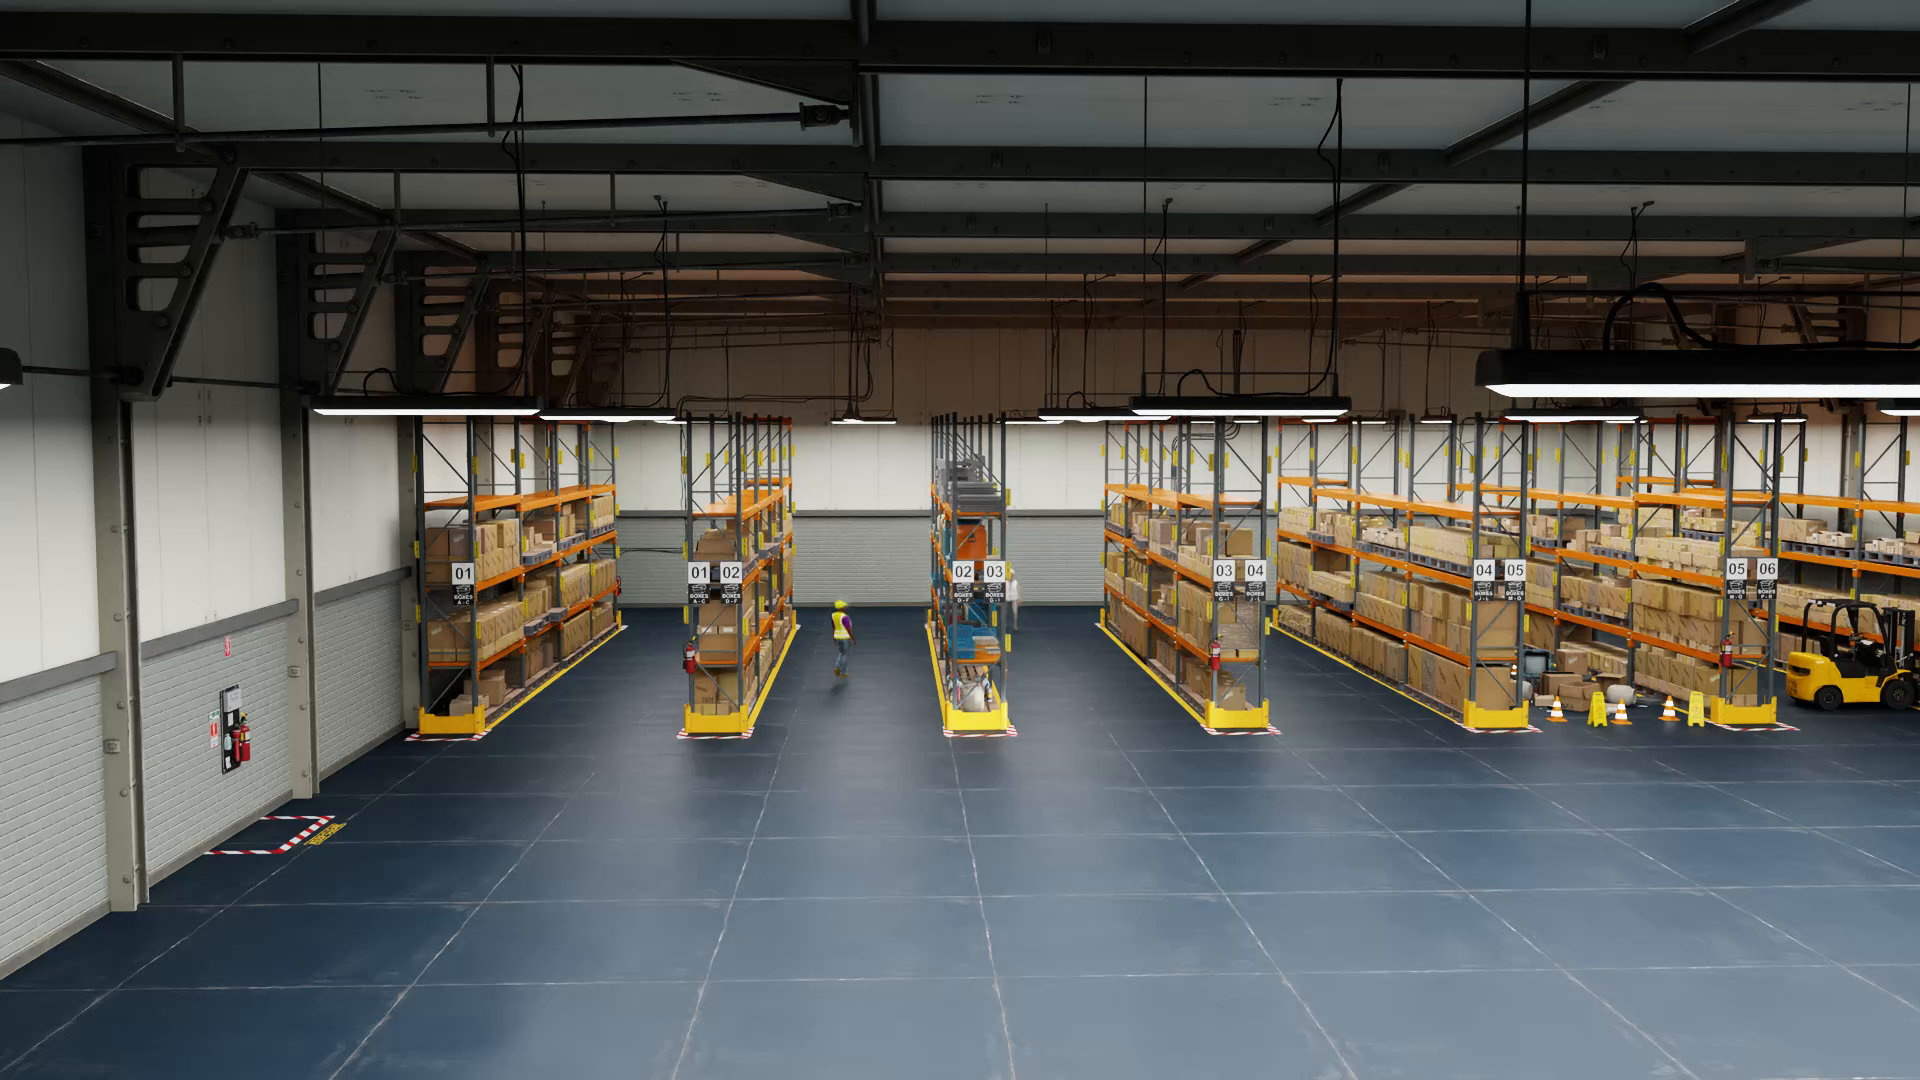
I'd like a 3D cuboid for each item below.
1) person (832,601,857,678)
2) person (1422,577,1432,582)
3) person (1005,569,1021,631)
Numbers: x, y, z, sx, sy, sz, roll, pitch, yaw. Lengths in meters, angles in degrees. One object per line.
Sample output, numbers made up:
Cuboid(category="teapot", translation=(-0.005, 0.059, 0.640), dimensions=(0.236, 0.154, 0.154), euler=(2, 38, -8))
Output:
Cuboid(category="person", translation=(-2.636, 2.247, 37.736), dimensions=(0.601, 1.768, 0.477), euler=(3, 5, 35))
Cuboid(category="person", translation=(12.509, 1.833, 44.943), dimensions=(0.443, 1.692, 0.522), euler=(1, 4, 21))
Cuboid(category="person", translation=(1.413, 1.673, 46.783), dimensions=(0.580, 1.731, 0.883), euler=(-1, 4, -10))
